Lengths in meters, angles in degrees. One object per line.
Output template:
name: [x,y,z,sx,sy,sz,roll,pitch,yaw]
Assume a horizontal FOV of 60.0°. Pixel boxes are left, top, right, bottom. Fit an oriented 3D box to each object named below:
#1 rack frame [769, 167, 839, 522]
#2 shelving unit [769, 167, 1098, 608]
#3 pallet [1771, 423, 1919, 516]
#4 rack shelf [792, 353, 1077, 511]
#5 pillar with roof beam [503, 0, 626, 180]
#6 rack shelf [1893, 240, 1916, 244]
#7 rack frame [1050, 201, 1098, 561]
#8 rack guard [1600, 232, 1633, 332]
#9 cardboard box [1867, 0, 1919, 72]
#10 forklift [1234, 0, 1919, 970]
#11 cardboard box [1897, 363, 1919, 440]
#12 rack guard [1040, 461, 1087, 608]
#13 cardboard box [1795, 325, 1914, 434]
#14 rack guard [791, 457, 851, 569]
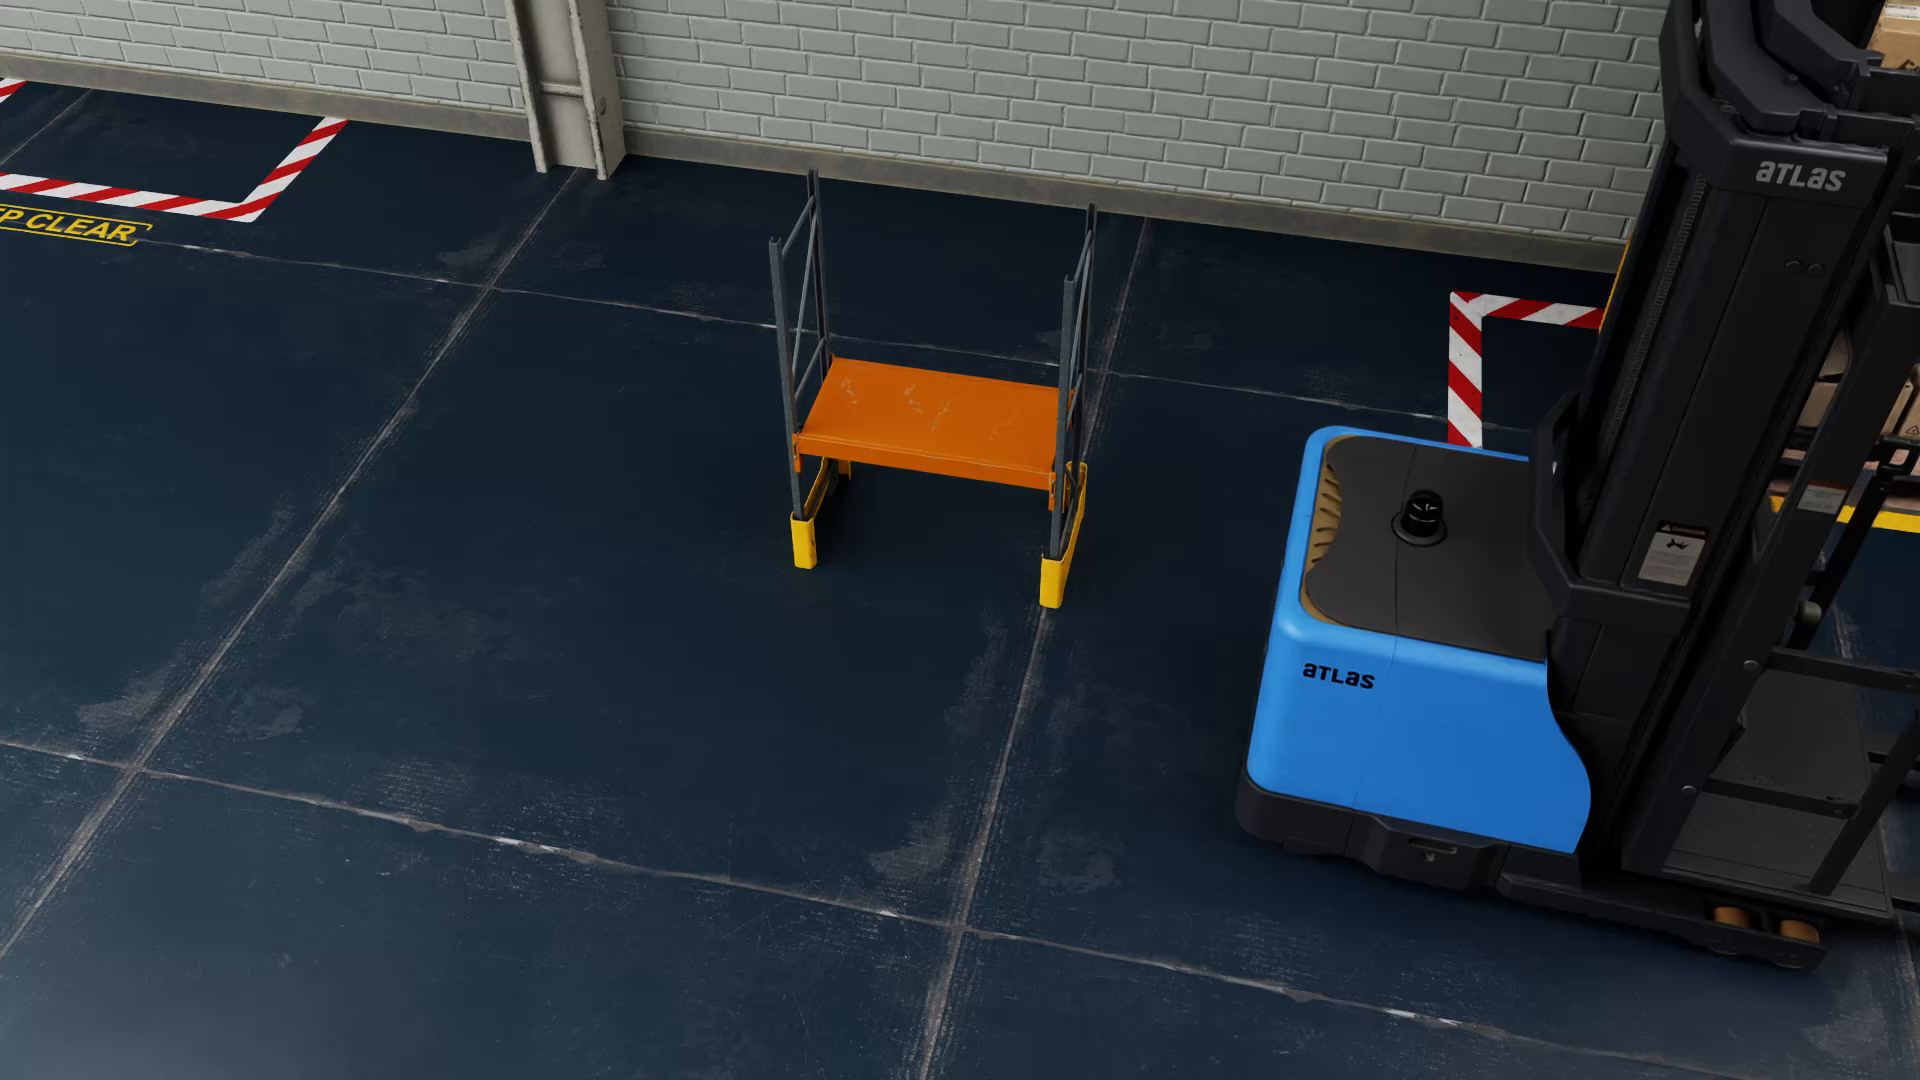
rack frame: [-0.579,-0.630,6.323,0.032,1.500,0.500,9,45,9]
shelving unit: [-0.074,-0.552,6.242,1.083,1.500,0.587,9,45,9]
pallet: [3.836,-0.548,7.168,1.213,0.211,1.003,9,45,9]
rack shelf: [-0.083,-0.424,6.368,1.000,0.185,0.538,9,45,9]
pillar with roof beam: [-2.947,-2.347,2.700,0.400,9.000,9.100,9,45,9]
rack shelf: [4.928,-1.149,6.300,4.000,0.370,1.077,9,45,9]
rack frame: [0.413,-0.476,6.163,0.032,1.500,0.500,9,45,9]
rack guard: [3.050,-0.799,7.220,0.348,0.500,1.175,9,45,9]
cardboard box: [3.377,-1.659,5.864,0.500,0.500,0.500,9,45,9]
forklift: [2.512,-0.097,4.737,3.031,2.935,1.130,11,45,11]
cardboard box: [4.188,-0.649,6.883,0.500,0.311,0.500,12,45,12]
rack guard: [0.412,-0.026,6.597,0.087,0.250,0.587,9,45,9]
cardboard box: [3.632,-0.736,6.973,0.500,0.311,0.500,4,44,4]
rack guard: [-0.560,-0.177,6.754,0.087,0.250,0.587,9,45,9]
